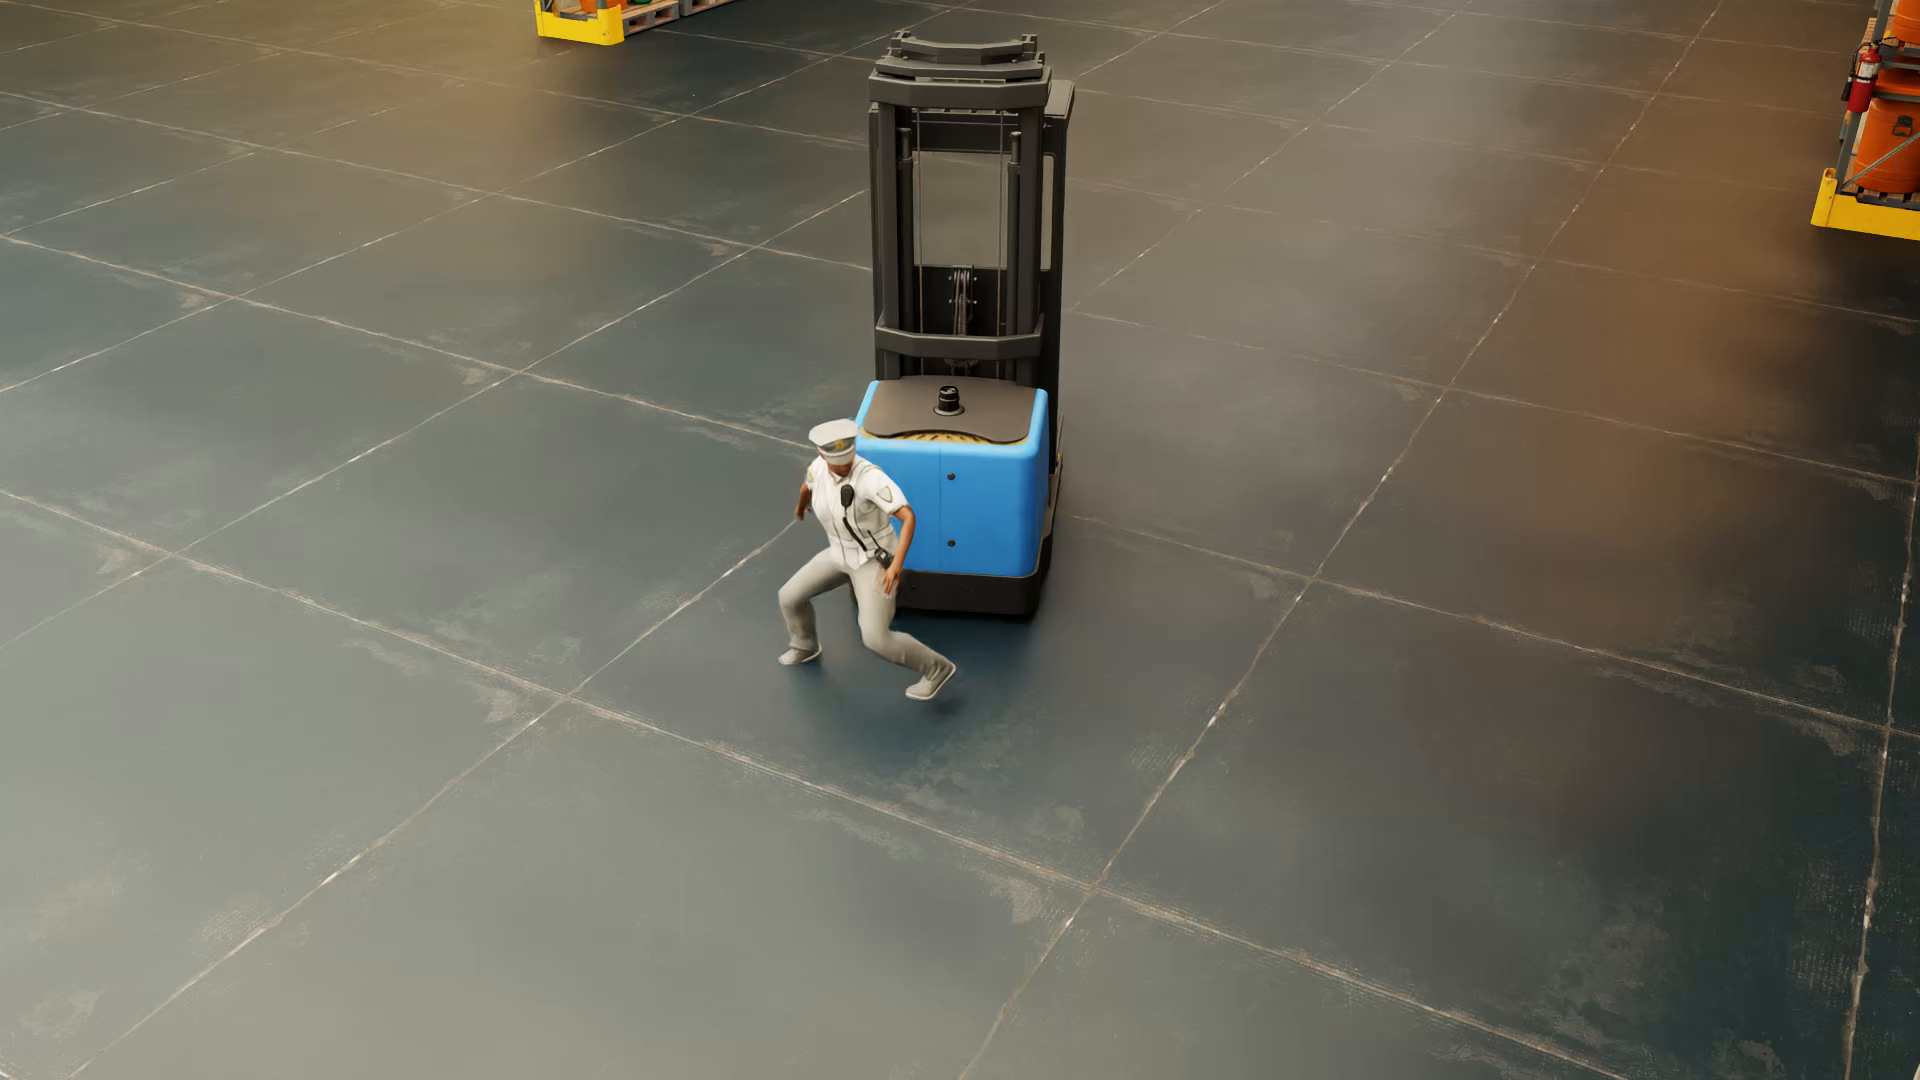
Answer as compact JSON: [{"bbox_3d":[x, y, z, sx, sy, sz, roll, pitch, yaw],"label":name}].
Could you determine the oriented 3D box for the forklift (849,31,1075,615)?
[{"bbox_3d":[0.072,-1.572,9.794,1.130,2.935,3.031,3,30,6],"label":"forklift"}]

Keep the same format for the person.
[{"bbox_3d":[-0.566,0.091,8.411,0.502,1.563,1.110,-26,39,-37],"label":"person"}]
